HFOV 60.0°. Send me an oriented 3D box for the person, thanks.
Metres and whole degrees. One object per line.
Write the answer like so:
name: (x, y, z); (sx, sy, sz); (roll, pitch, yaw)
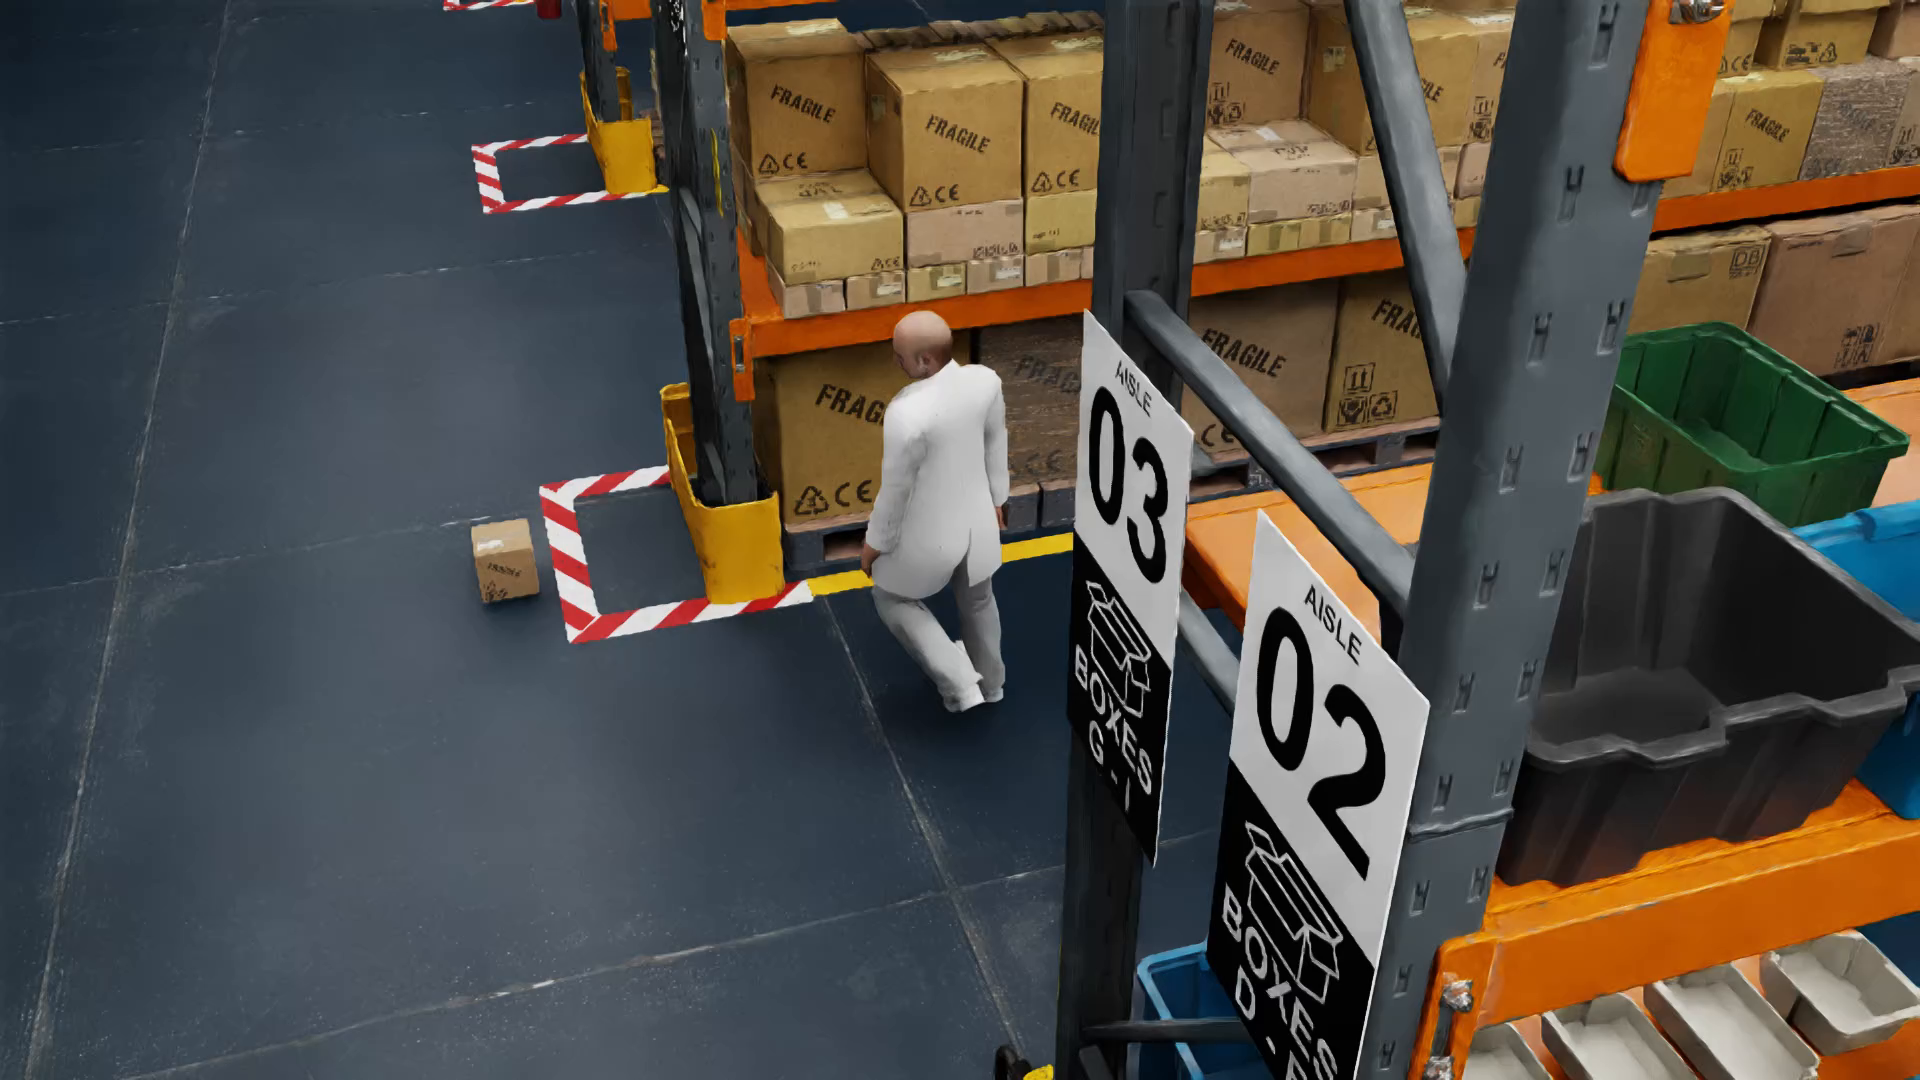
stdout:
person: (-0.045, -0.047, 6.207); (0.640, 1.763, 0.555); (-27, 42, -34)
